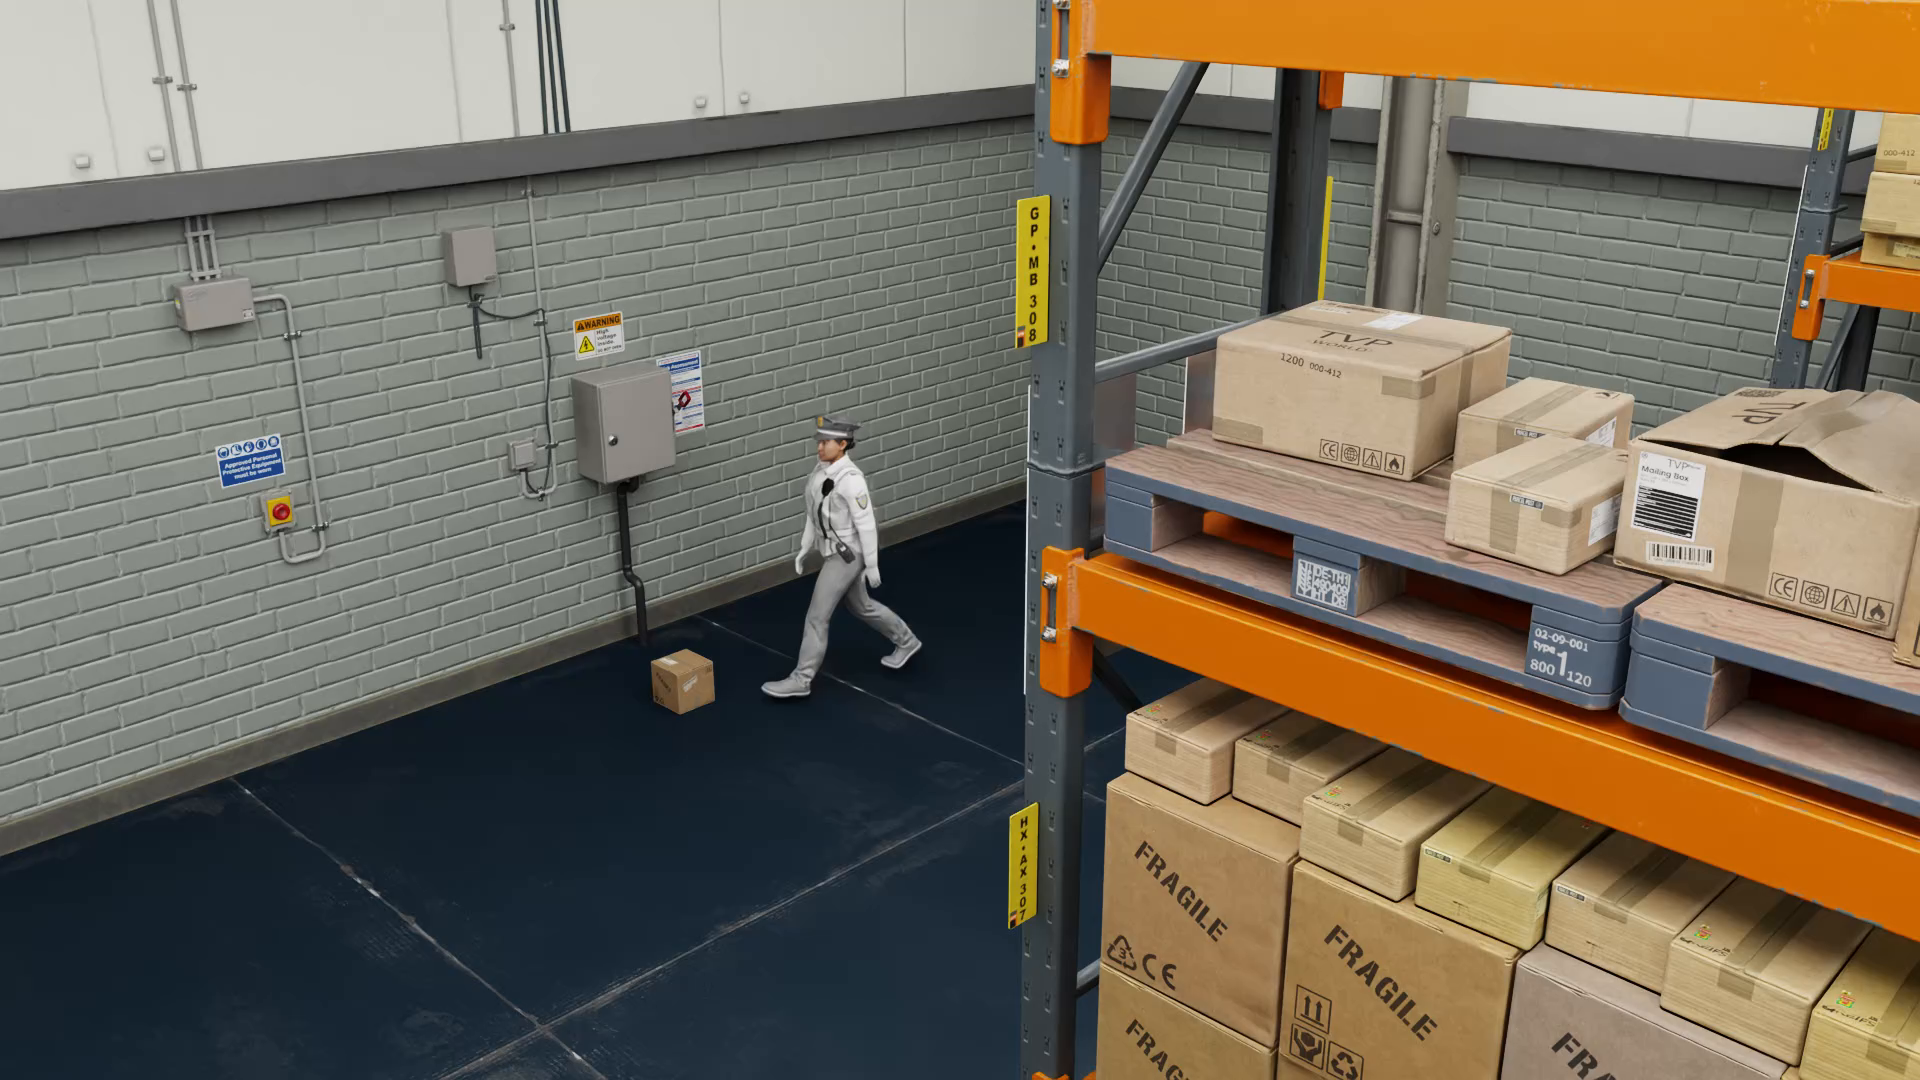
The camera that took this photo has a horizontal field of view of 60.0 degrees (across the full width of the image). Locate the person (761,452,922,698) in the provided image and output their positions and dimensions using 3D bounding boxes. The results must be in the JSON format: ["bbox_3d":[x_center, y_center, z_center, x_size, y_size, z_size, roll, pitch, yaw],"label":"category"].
[{"bbox_3d":[-0.669,0.182,9.411,1.005,1.402,0.471,-7,22,-19],"label":"person"}]
